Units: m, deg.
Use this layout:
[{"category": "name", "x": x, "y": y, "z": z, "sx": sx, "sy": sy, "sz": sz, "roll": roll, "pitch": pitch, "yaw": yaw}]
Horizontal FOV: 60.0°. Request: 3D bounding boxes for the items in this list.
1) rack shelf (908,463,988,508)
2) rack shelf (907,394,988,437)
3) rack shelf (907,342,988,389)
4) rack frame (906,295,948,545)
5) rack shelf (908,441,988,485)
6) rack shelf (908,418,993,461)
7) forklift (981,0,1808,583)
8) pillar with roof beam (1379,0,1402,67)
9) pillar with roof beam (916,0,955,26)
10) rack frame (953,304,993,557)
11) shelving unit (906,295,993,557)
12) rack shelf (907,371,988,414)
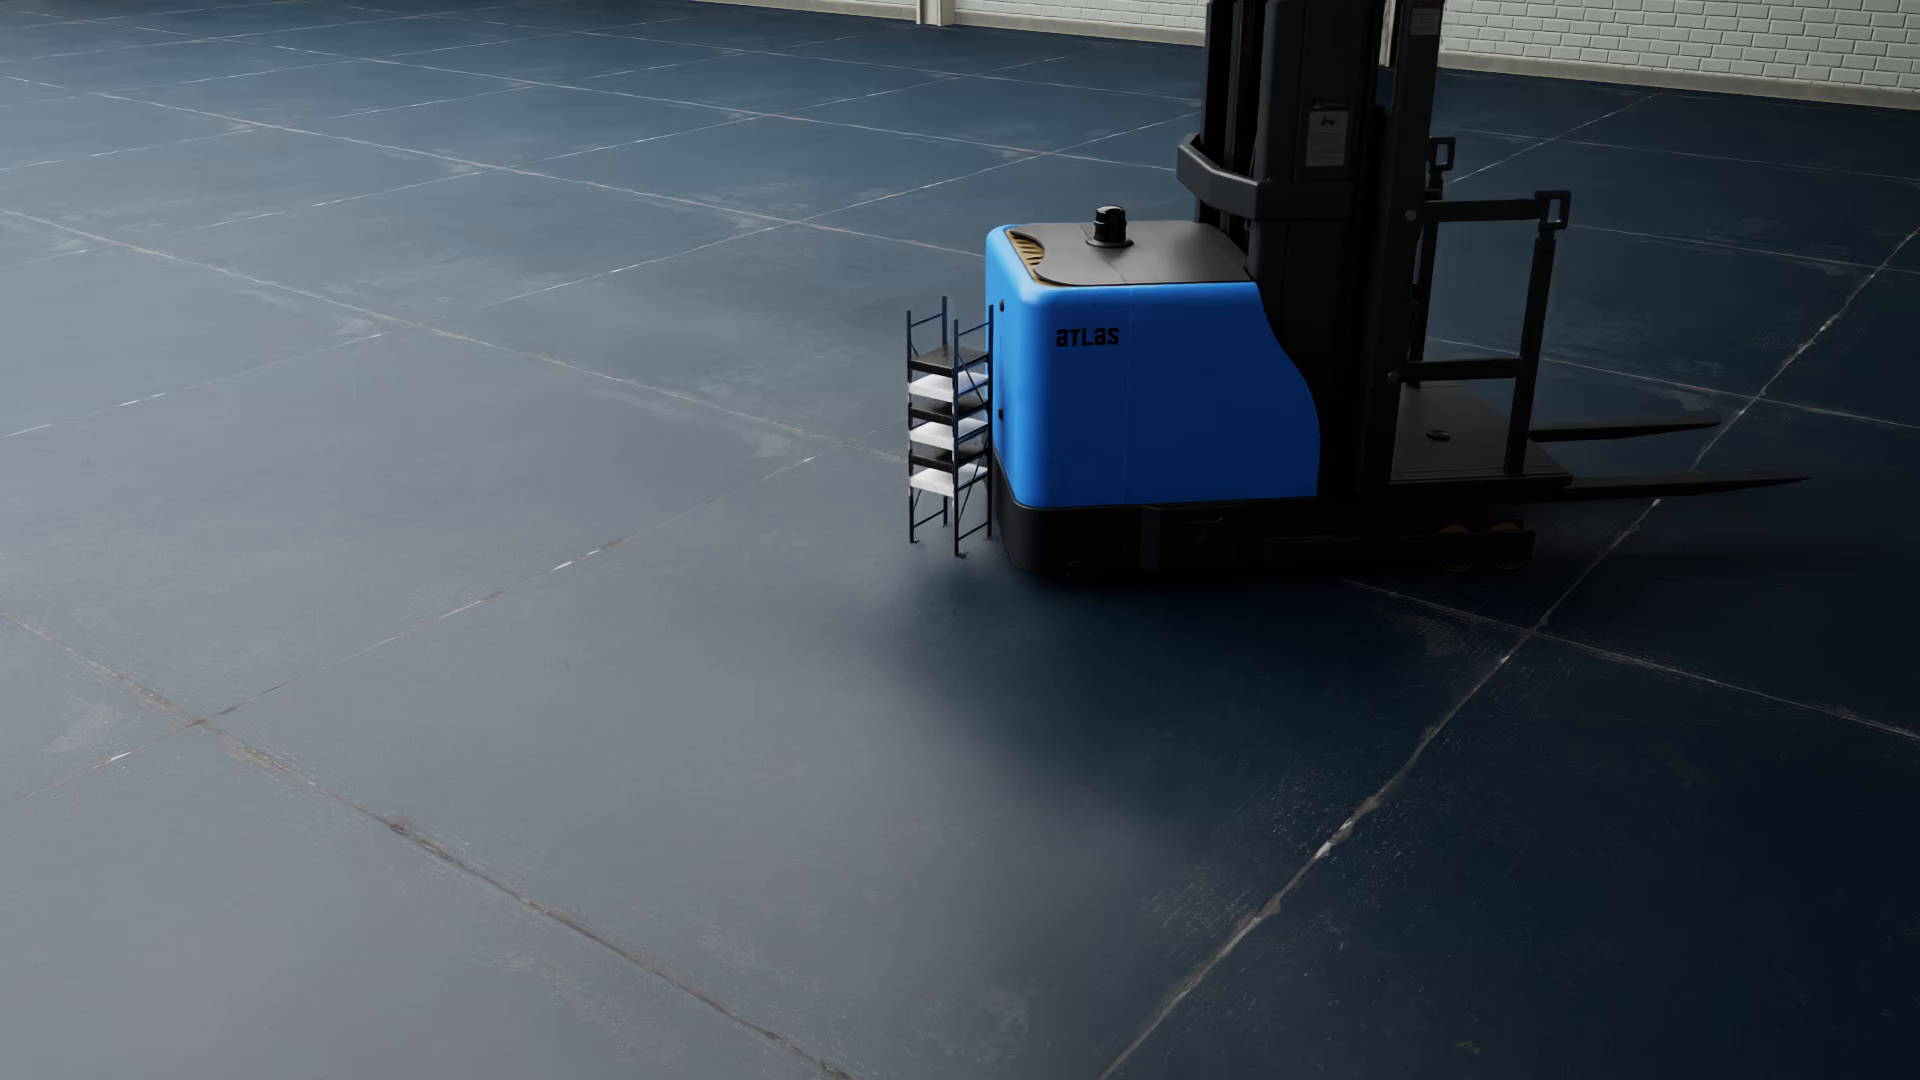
[{"category": "rack shelf", "x": -0.035, "y": -0.216, "z": 6.153, "sx": 0.200, "sy": 0.077, "sz": 0.258, "roll": 16, "pitch": 28, "yaw": 31}, {"category": "rack shelf", "x": -0.035, "y": -0.463, "z": 6.045, "sx": 0.200, "sy": 0.077, "sz": 0.258, "roll": 16, "pitch": 28, "yaw": 31}, {"category": "rack shelf", "x": -0.035, "y": -0.628, "z": 5.972, "sx": 0.200, "sy": 0.077, "sz": 0.258, "roll": 16, "pitch": 28, "yaw": 31}, {"category": "rack frame", "x": -0.119, "y": -0.435, "z": 6.121, "sx": 0.006, "sy": 0.900, "sz": 0.240, "roll": 16, "pitch": 28, "yaw": 31}, {"category": "rack shelf", "x": -0.035, "y": -0.299, "z": 6.117, "sx": 0.200, "sy": 0.077, "sz": 0.258, "roll": 16, "pitch": 28, "yaw": 31}, {"category": "rack shelf", "x": -0.035, "y": -0.381, "z": 6.081, "sx": 0.200, "sy": 0.077, "sz": 0.258, "roll": 16, "pitch": 28, "yaw": 31}, {"category": "forklift", "x": 1.639, "y": -1.435, "z": 5.872, "sx": 3.031, "sy": 2.935, "sz": 1.130, "roll": -3, "pitch": 24, "yaw": -6}, {"category": "pillar with roof beam", "x": 1.913, "y": -7.849, "z": 12.903, "sx": 0.400, "sy": 9.000, "sz": 9.100, "roll": 17, "pitch": 29, "yaw": 33}, {"category": "pillar with roof beam", "x": -2.888, "y": -9.300, "z": 16.196, "sx": 0.400, "sy": 9.000, "sz": 9.100, "roll": 17, "pitch": 29, "yaw": 33}, {"category": "rack frame", "x": 0.048, "y": -0.388, "z": 6.014, "sx": 0.006, "sy": 0.900, "sz": 0.240, "roll": 16, "pitch": 28, "yaw": 31}, {"category": "shelving unit", "x": -0.035, "y": -0.411, "z": 6.068, "sx": 0.210, "sy": 0.900, "sz": 0.258, "roll": 16, "pitch": 28, "yaw": 31}, {"category": "rack shelf", "x": -0.035, "y": -0.546, "z": 6.008, "sx": 0.200, "sy": 0.077, "sz": 0.258, "roll": 16, "pitch": 28, "yaw": 31}]
